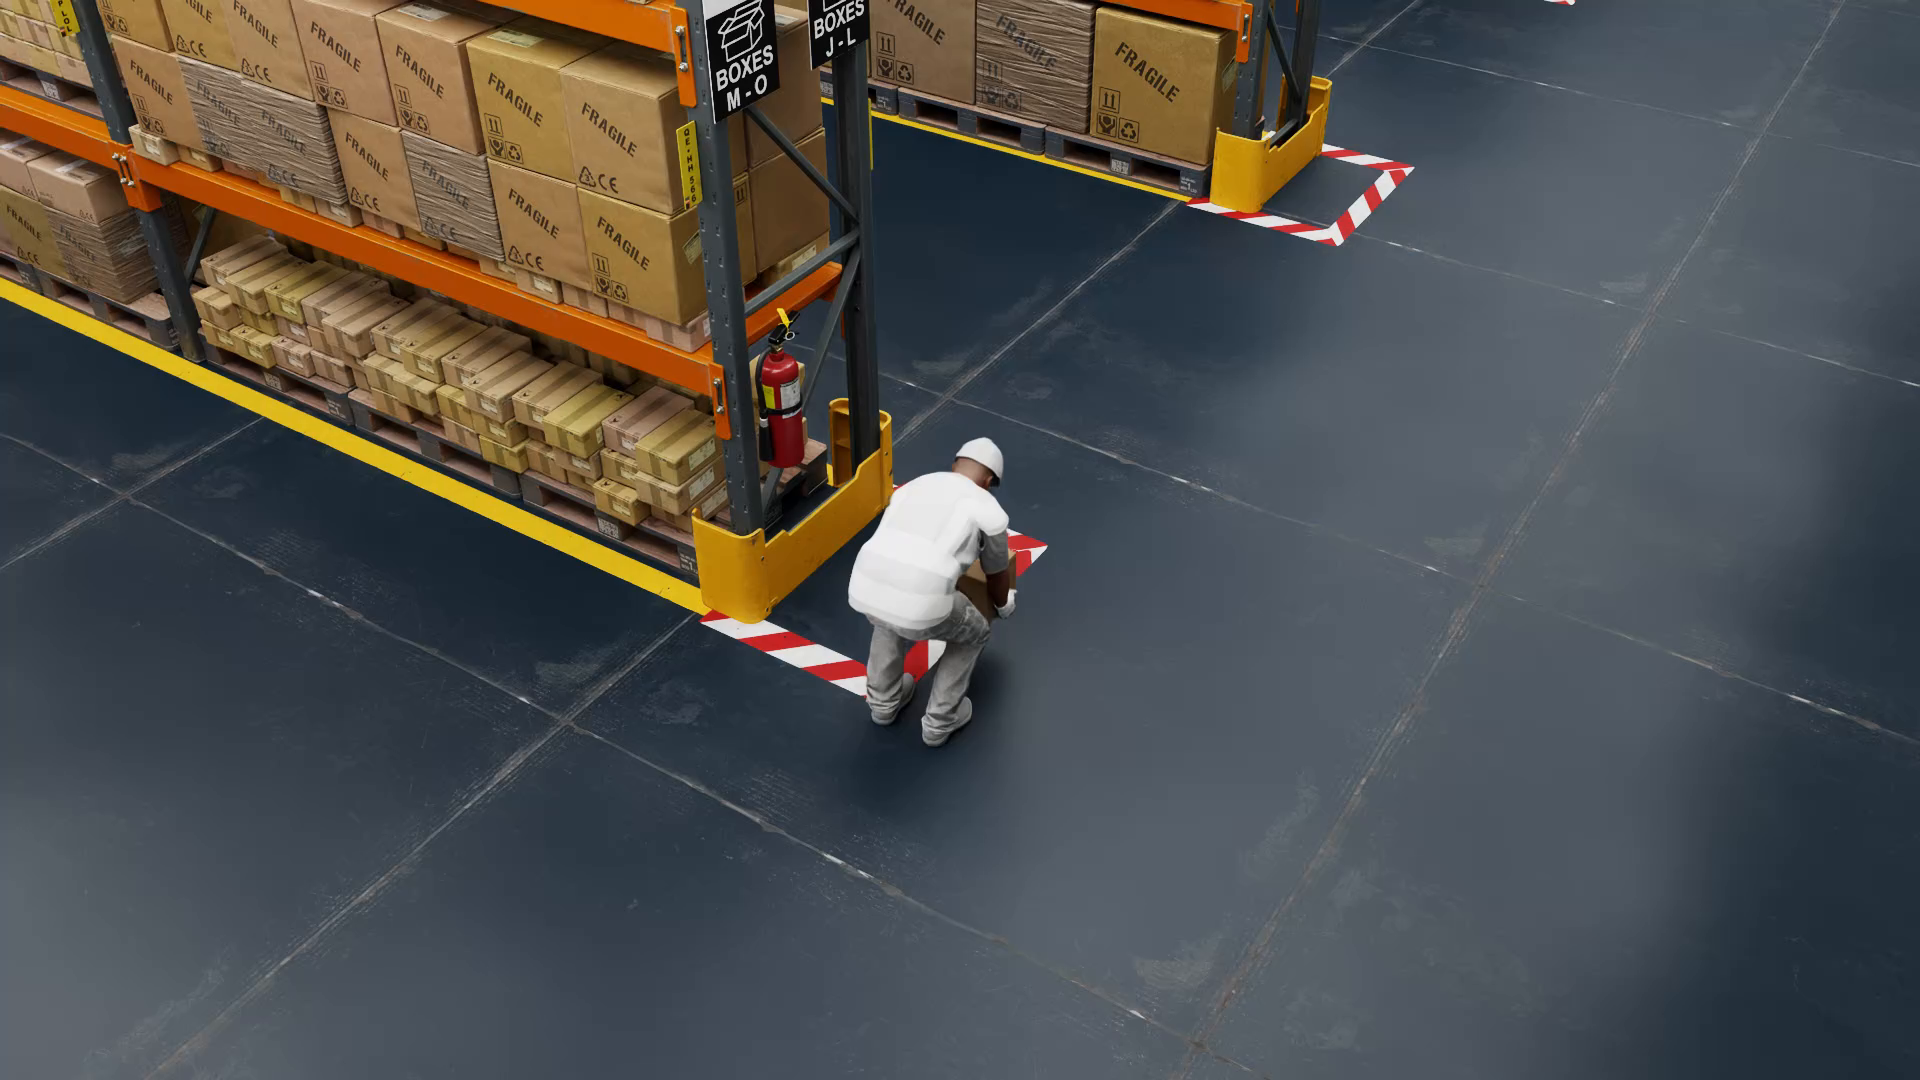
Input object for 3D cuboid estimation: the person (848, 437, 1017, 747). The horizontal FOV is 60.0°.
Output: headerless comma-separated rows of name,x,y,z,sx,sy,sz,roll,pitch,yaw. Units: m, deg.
person,-0.092,0.228,6.941,0.534,1.081,0.978,18,42,21
